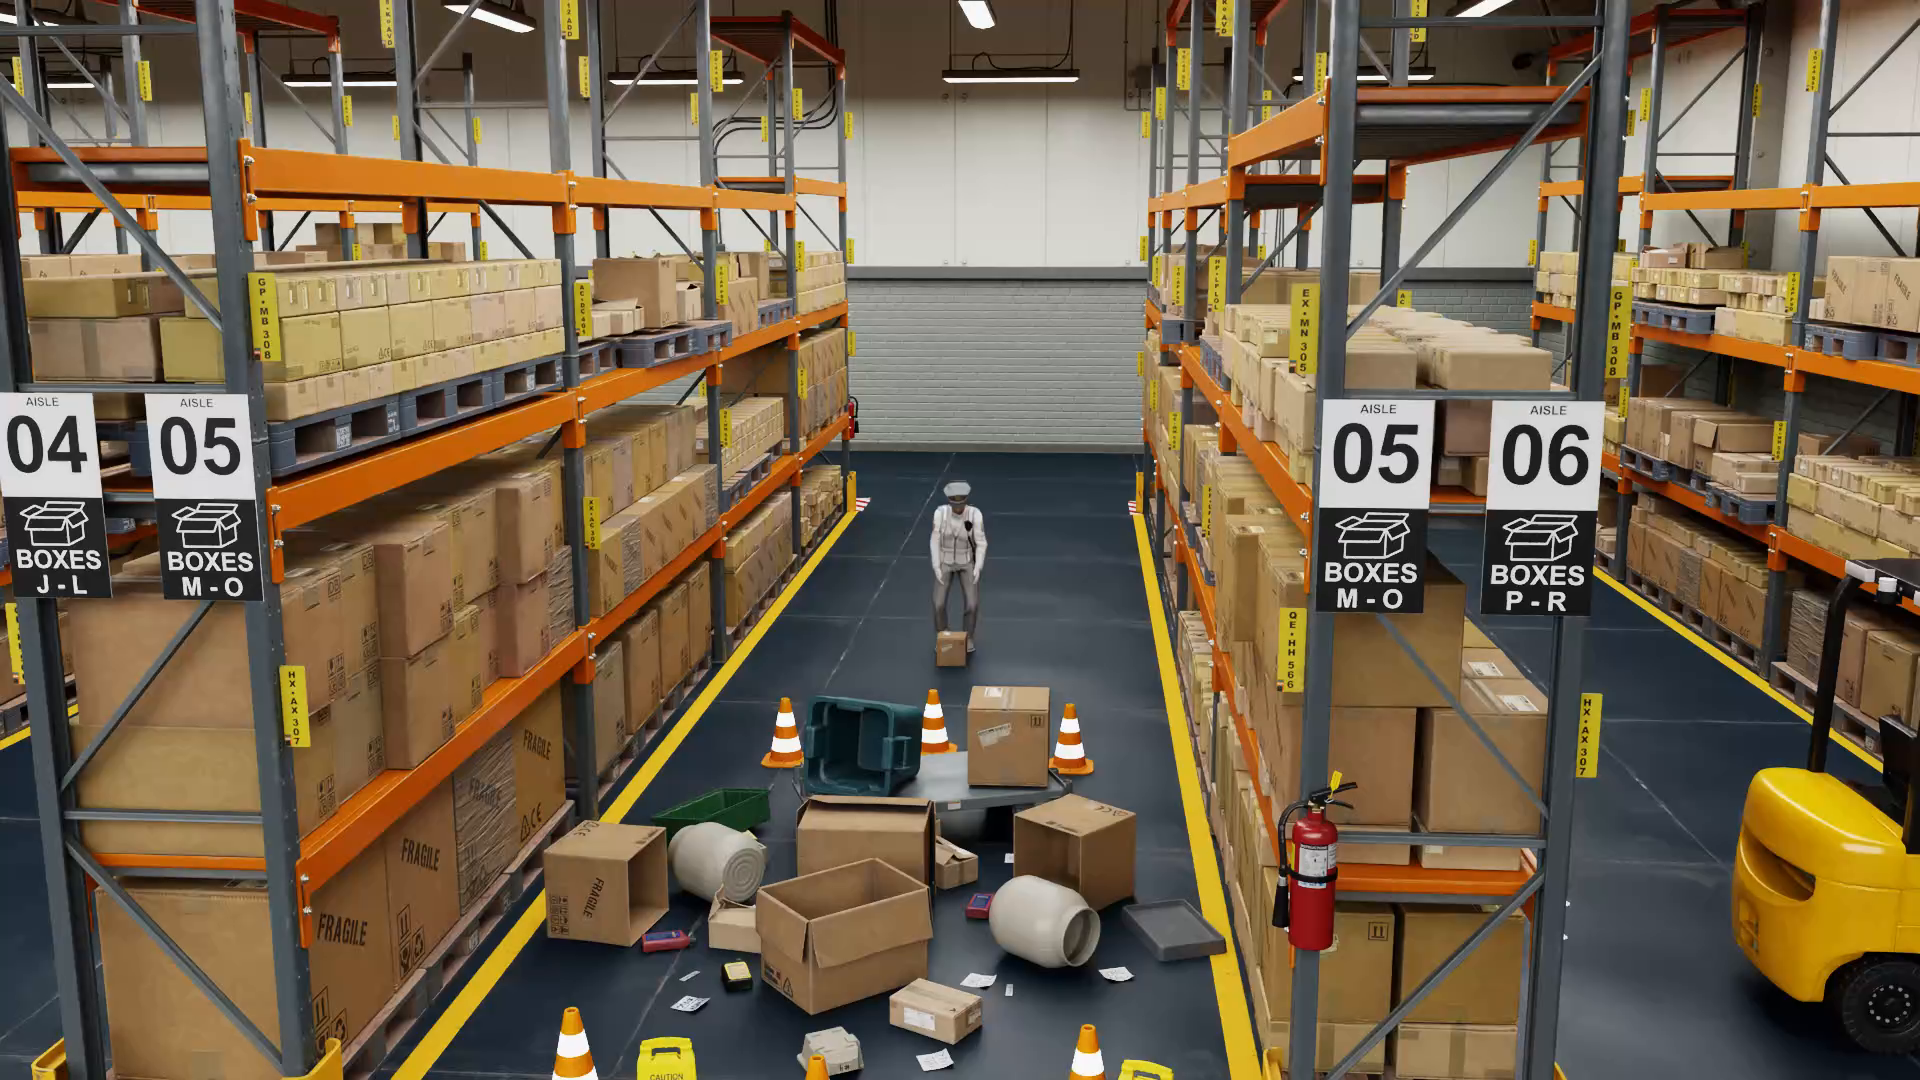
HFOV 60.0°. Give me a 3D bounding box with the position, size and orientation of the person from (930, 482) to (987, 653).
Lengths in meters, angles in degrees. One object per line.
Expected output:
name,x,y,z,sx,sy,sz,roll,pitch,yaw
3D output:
person,-0.014,0.243,14.970,0.520,1.559,0.548,1,11,5
